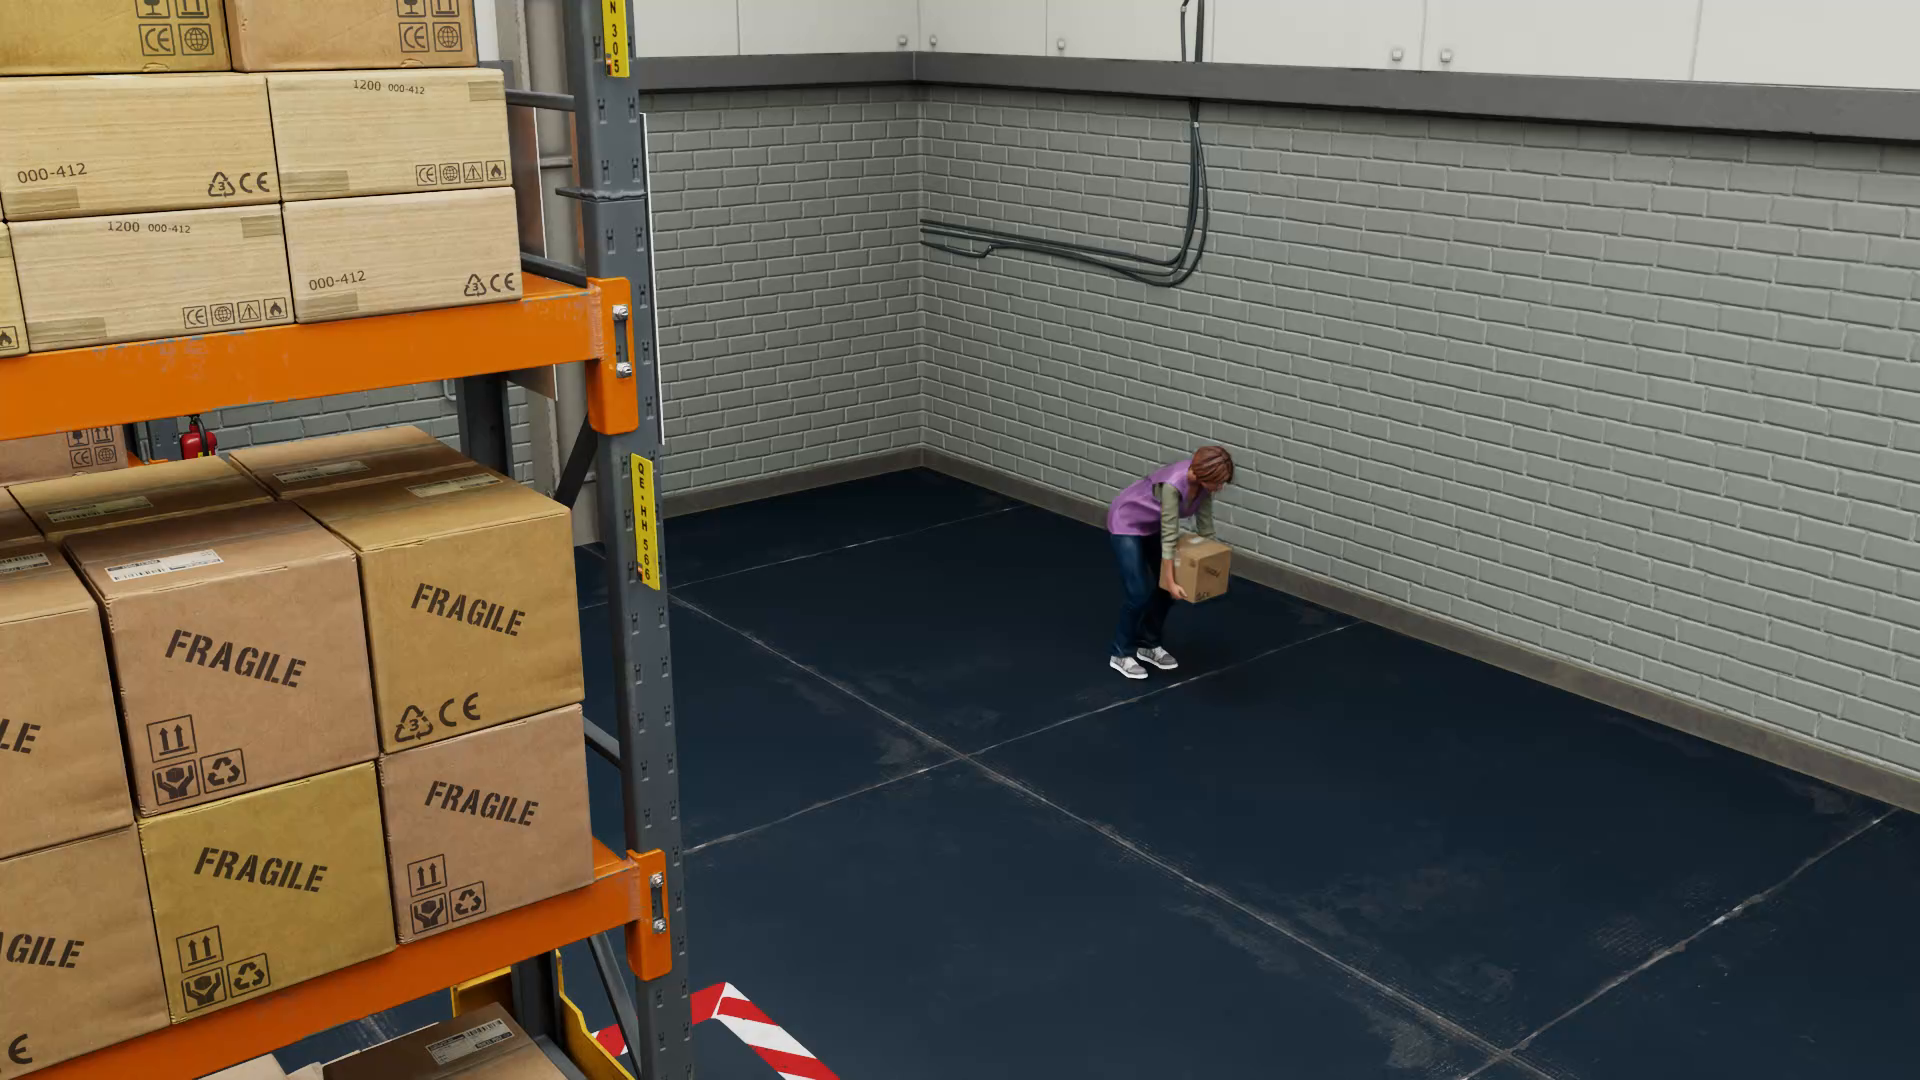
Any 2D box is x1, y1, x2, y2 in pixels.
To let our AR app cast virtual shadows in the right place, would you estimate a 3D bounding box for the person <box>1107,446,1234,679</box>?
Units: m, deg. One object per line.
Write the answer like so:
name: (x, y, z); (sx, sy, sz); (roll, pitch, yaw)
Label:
person: (1.091, 0.111, 8.689); (0.382, 1.317, 0.757); (-14, 23, -38)
